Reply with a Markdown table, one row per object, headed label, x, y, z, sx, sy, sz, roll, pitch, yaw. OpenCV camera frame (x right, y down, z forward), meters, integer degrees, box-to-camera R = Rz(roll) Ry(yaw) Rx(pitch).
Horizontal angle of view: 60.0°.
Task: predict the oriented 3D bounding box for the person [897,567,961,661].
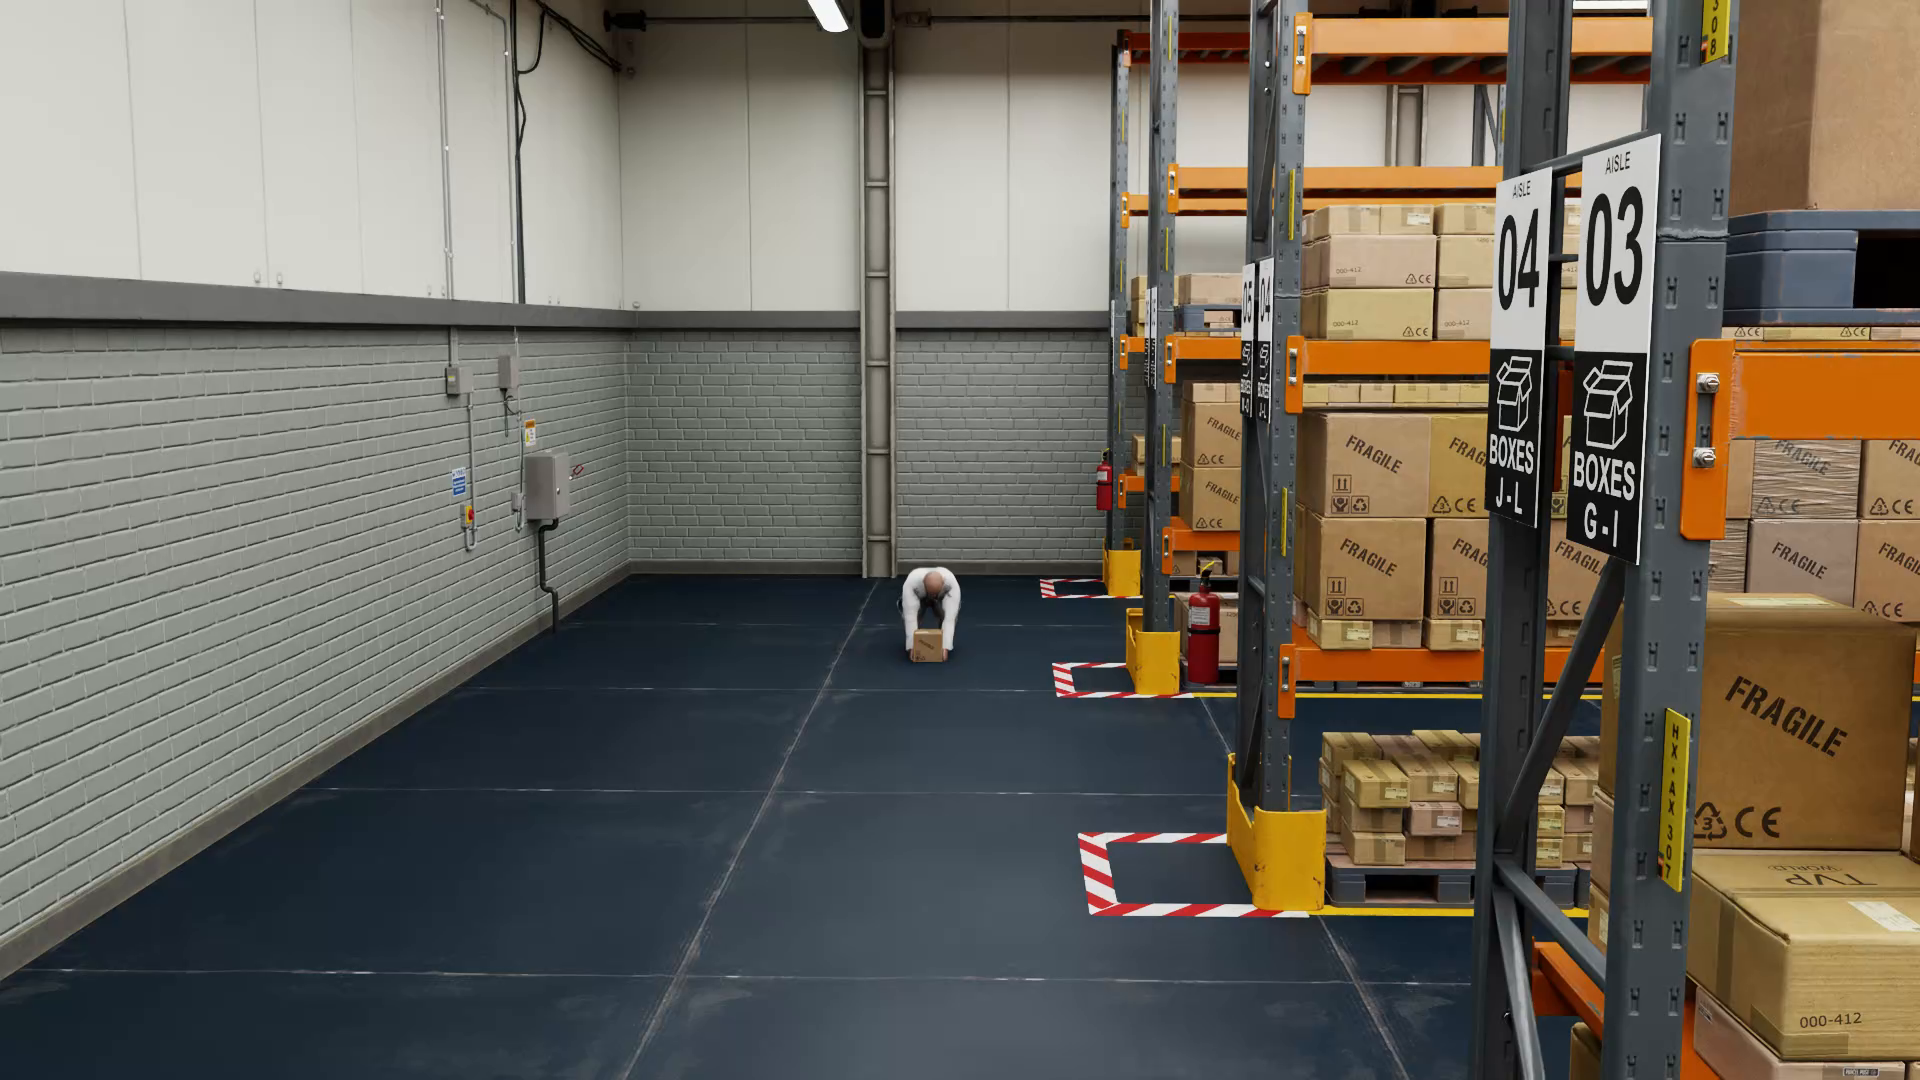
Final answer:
| label | x | y | z | sx | sy | sz | roll | pitch | yaw |
| --- | --- | --- | --- | --- | --- | --- | --- | --- | --- |
| person | -0.278 | 0.632 | 14.889 | 0.577 | 0.829 | 0.932 | 0 | 7 | 0 |
